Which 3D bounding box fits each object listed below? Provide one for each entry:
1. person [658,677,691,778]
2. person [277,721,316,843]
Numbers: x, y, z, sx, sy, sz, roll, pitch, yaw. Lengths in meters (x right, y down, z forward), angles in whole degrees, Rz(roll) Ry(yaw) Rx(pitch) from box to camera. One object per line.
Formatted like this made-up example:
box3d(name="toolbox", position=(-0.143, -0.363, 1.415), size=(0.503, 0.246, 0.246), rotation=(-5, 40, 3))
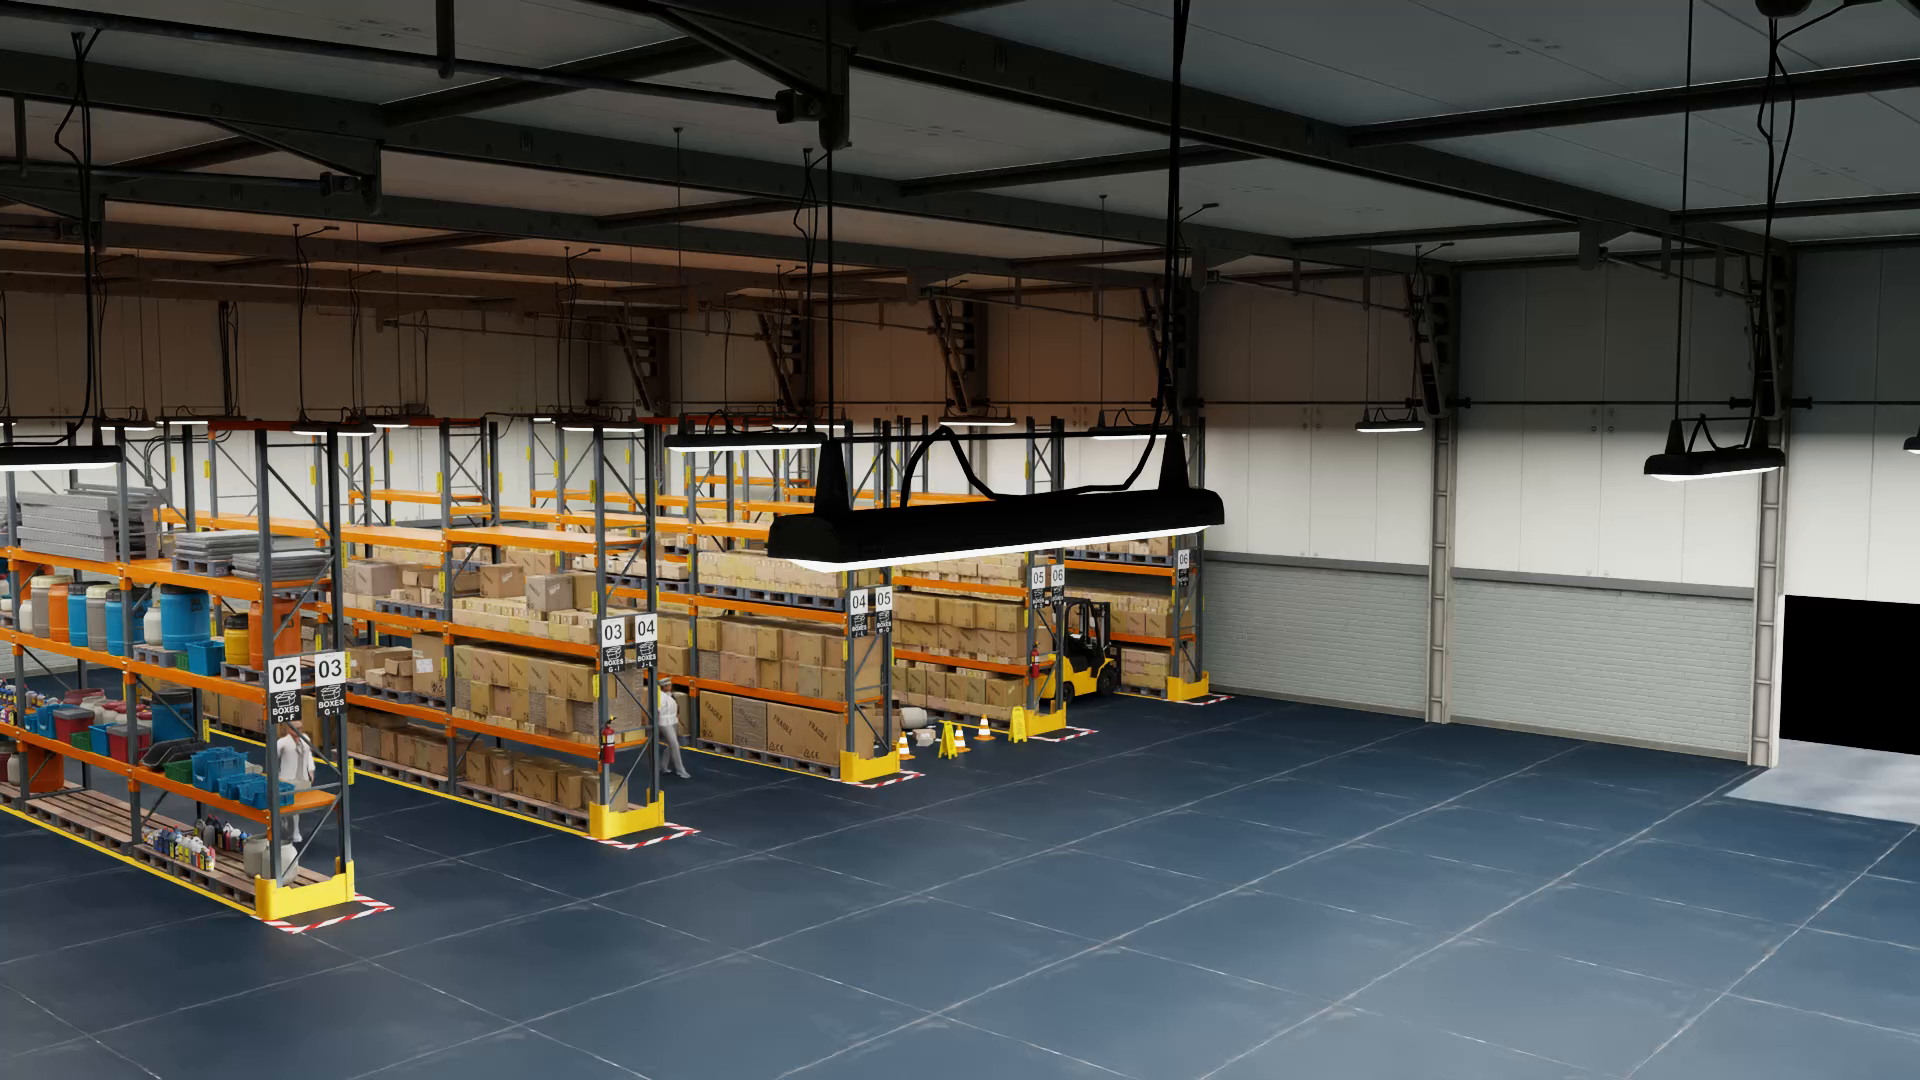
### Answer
box3d(name="person", position=(-4.854, 3.174, 28.275), size=(0.731, 1.670, 0.477), rotation=(1, 5, 17))
box3d(name="person", position=(-9.736, 3.456, 24.136), size=(0.740, 1.765, 0.673), rotation=(3, 5, 29))
